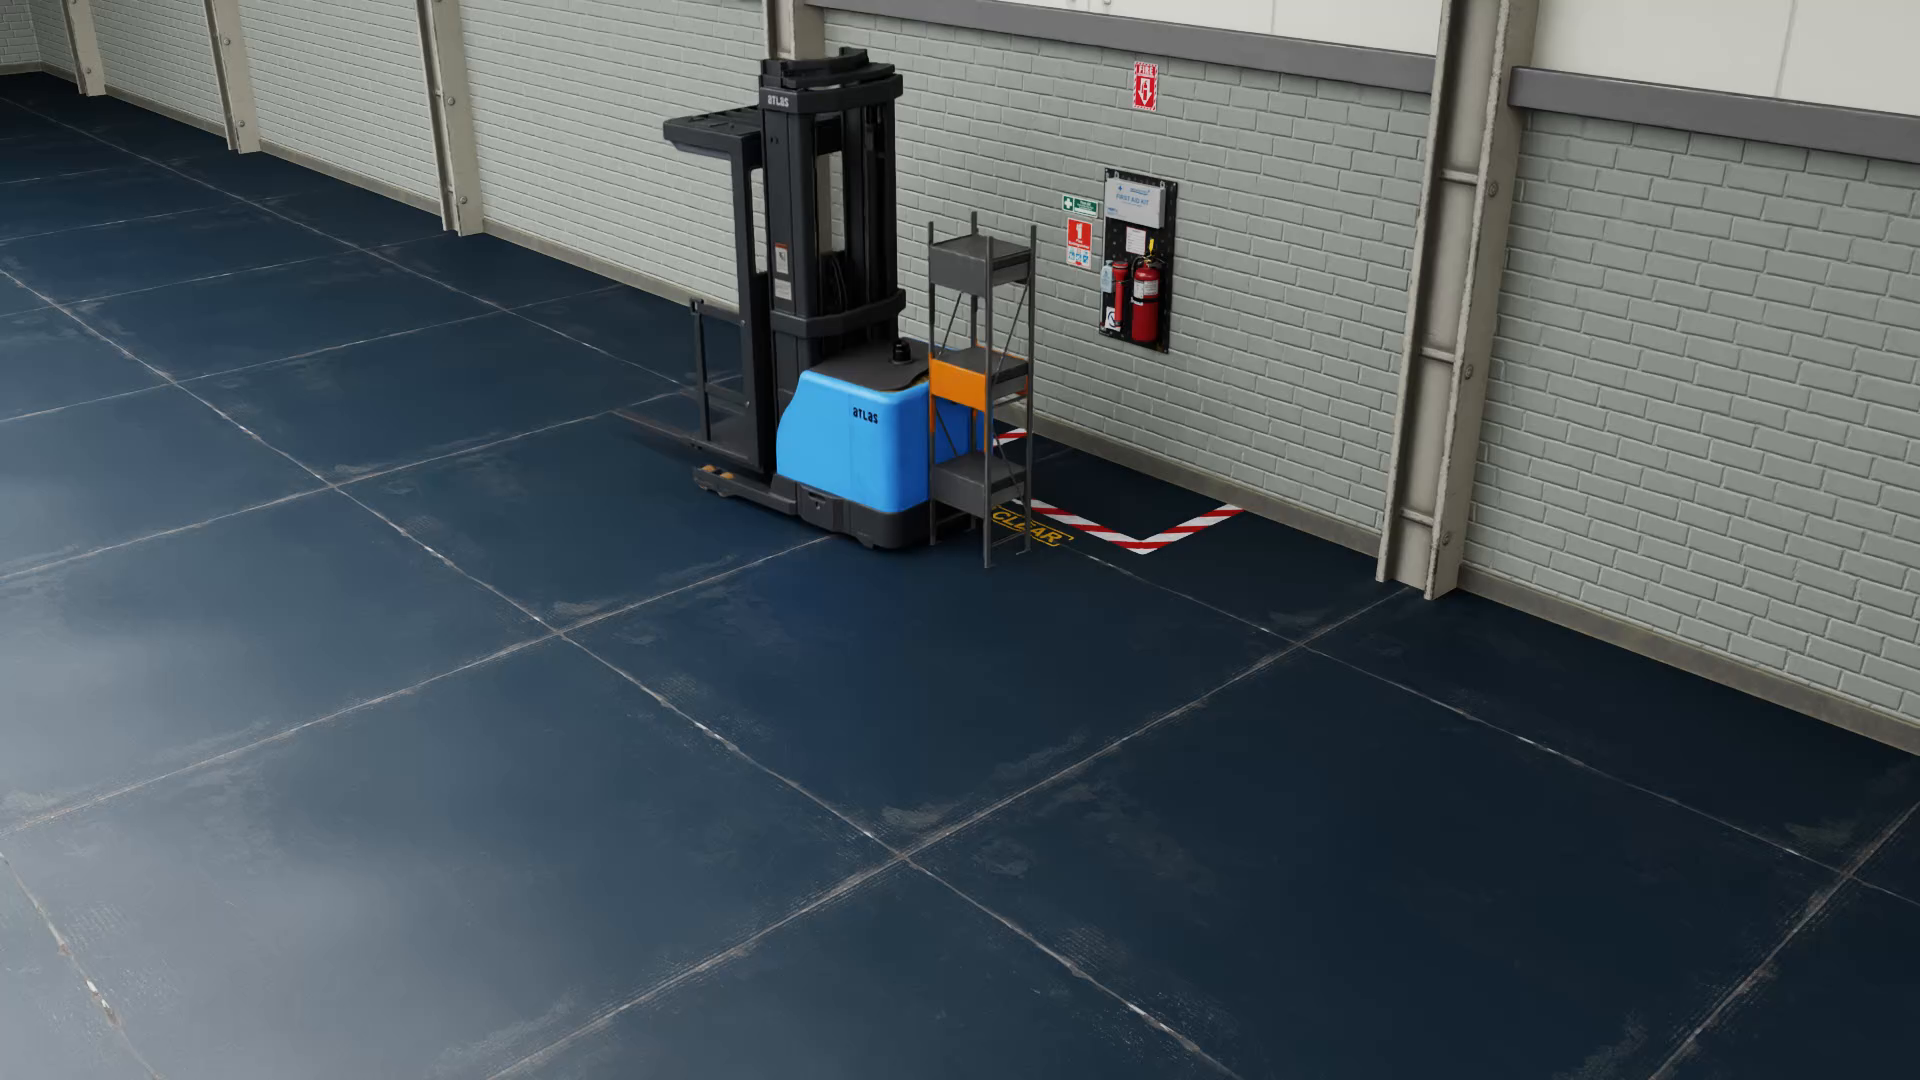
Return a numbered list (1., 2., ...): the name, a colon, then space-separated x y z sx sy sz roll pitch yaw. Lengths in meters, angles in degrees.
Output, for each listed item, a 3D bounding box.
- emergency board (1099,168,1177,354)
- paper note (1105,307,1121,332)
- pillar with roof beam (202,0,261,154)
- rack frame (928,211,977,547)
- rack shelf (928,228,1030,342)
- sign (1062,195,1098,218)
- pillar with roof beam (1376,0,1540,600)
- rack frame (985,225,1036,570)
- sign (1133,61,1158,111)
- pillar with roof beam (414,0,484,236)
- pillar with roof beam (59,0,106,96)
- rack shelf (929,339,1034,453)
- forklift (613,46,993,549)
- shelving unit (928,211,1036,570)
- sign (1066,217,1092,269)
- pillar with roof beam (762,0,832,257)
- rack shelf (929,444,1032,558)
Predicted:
1. emergency board: 1.137 -1.865 11.224 0.194 1.169 0.643 -21 32 -38
2. paper note: 1.066 -1.537 11.567 0.016 0.148 0.142 -21 32 -38
3. pillar with roof beam: -12.647 -8.067 17.590 9.100 9.000 0.400 -21 32 -38
4. rack frame: -0.044 -0.973 10.354 0.400 2.100 0.015 -22 33 -40
5. rack shelf: 0.128 -1.526 9.912 0.431 0.518 0.480 -22 33 -40
6. sign: 0.831 -2.315 11.529 0.001 0.109 0.331 -21 32 -38
7. pillar with roof beam: -0.344 -2.613 5.636 9.100 9.000 0.400 -21 32 -38
8. rack frame: 0.300 -0.830 10.040 0.400 2.100 0.015 -22 33 -40
9. sign: 1.204 -2.950 10.810 0.001 0.298 0.199 -21 32 -38
10. pillar with roof beam: -8.546 -6.249 13.606 9.100 9.000 0.400 -21 32 -38
11. pillar with roof beam: -16.748 -9.885 21.575 9.100 9.000 0.400 -21 32 -38
12. rack shelf: 0.128 -0.889 10.202 0.431 0.518 0.480 -22 33 -40
13. forklift: -1.211 -1.772 11.103 3.031 2.935 1.130 20 31 37
14. shelving unit: 0.128 -0.902 10.197 0.431 2.100 0.503 -22 33 -40
15. sign: 0.834 -2.078 11.647 0.001 0.329 0.234 -21 32 -38
16. pillar with roof beam: -4.445 -4.431 9.621 9.100 9.000 0.400 -21 32 -38
17. rack shelf: 0.128 -0.252 10.493 0.431 0.518 0.480 -22 33 -40
